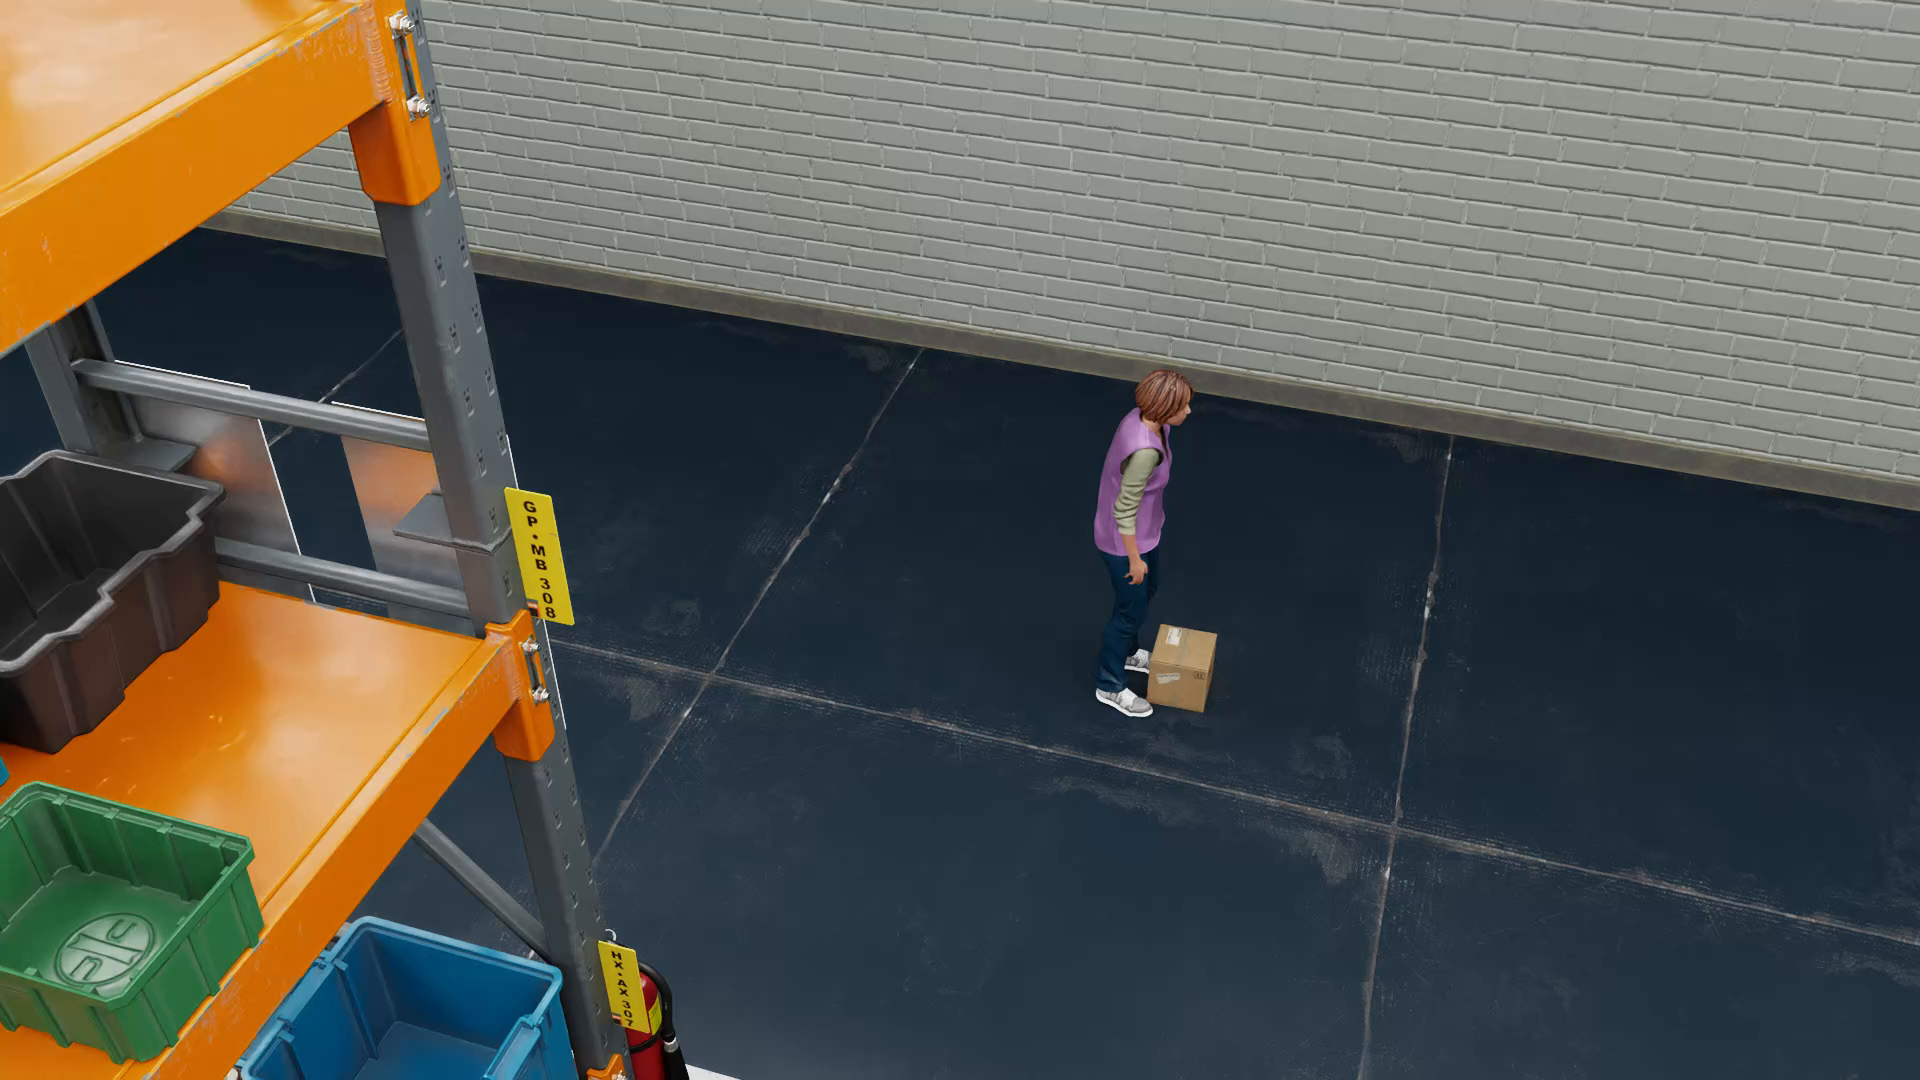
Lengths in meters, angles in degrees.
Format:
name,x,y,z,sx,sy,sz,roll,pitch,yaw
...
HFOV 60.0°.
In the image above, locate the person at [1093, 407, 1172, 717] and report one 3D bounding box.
name,x,y,z,sx,sy,sz,roll,pitch,yaw
person,0.731,0.067,6.976,0.346,1.392,0.483,9,38,11
